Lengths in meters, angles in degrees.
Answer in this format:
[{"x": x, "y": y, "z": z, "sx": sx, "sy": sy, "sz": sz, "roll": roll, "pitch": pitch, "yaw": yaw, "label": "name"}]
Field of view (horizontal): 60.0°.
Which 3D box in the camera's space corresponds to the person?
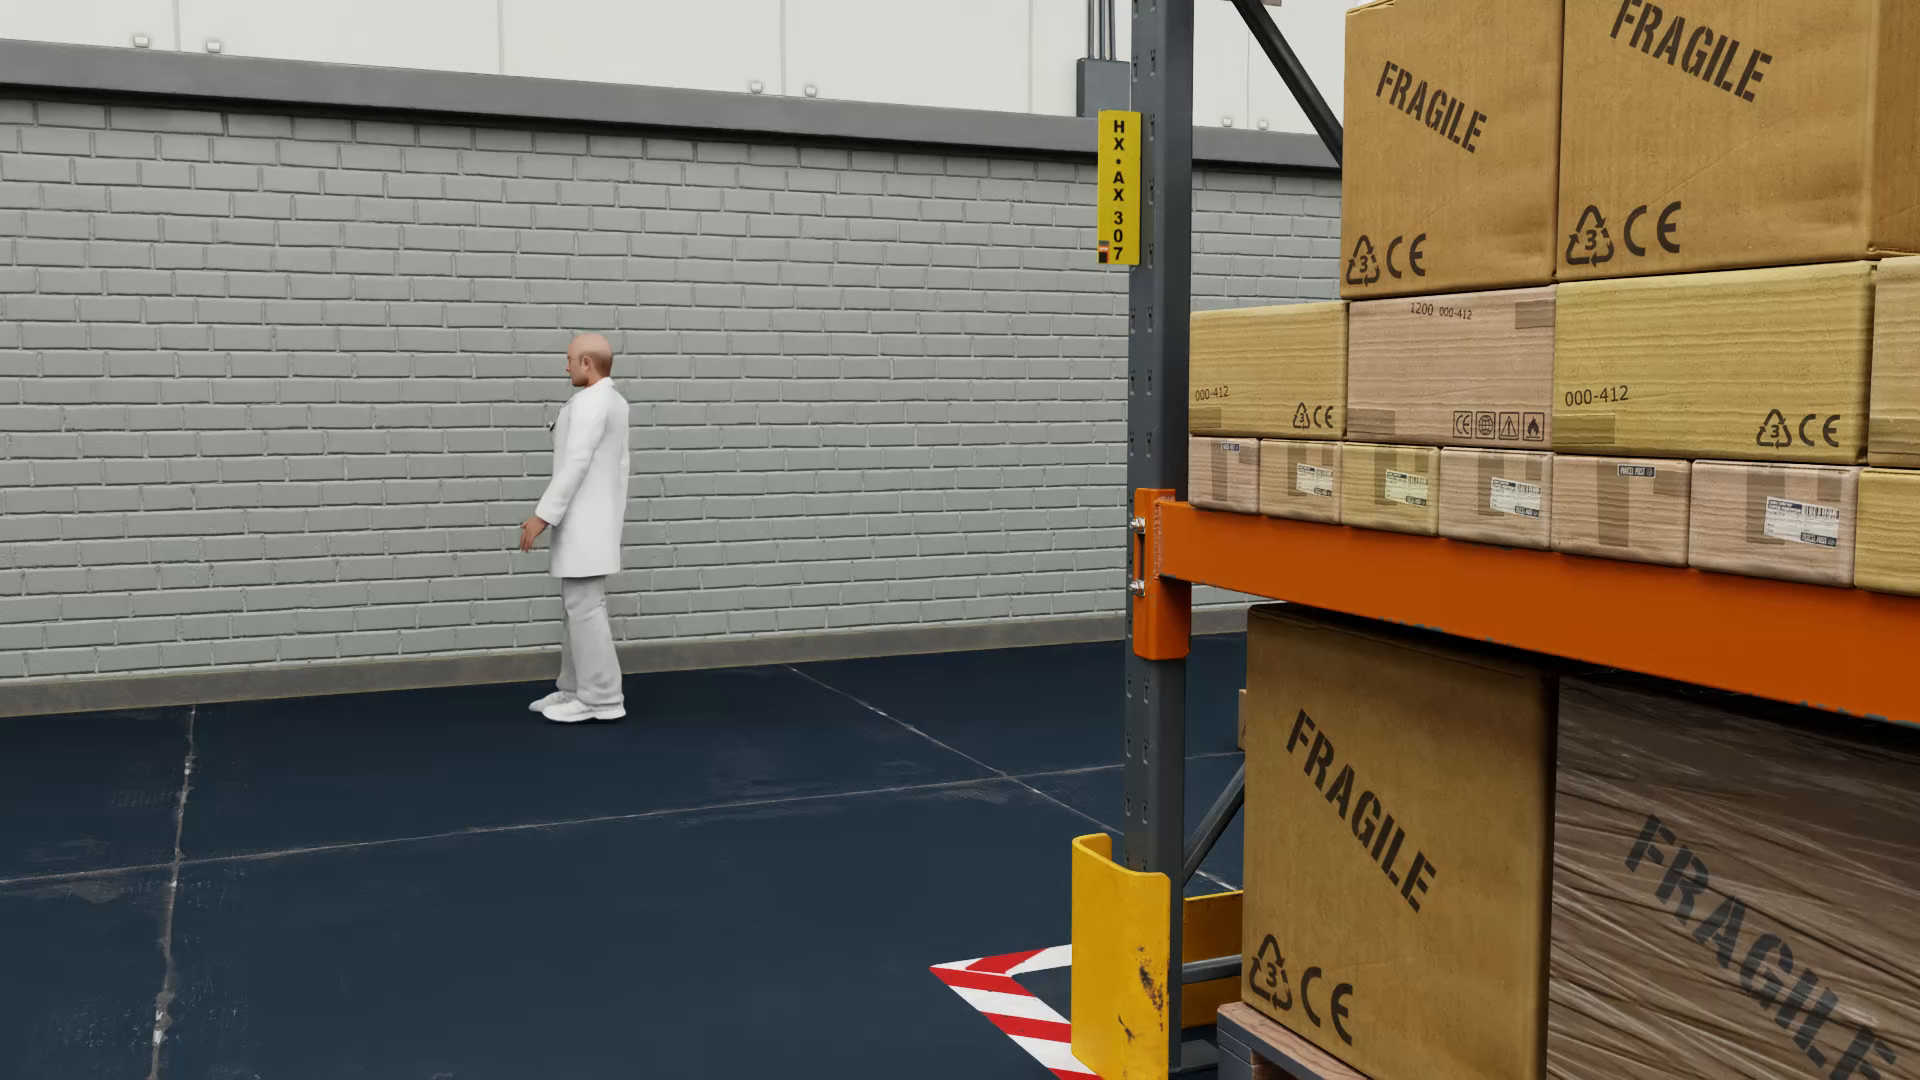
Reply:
[{"x": -1.813, "y": -0.049, "z": 7.710, "sx": 0.536, "sy": 1.810, "sz": 0.624, "roll": 0, "pitch": 5, "yaw": 2, "label": "person"}]
